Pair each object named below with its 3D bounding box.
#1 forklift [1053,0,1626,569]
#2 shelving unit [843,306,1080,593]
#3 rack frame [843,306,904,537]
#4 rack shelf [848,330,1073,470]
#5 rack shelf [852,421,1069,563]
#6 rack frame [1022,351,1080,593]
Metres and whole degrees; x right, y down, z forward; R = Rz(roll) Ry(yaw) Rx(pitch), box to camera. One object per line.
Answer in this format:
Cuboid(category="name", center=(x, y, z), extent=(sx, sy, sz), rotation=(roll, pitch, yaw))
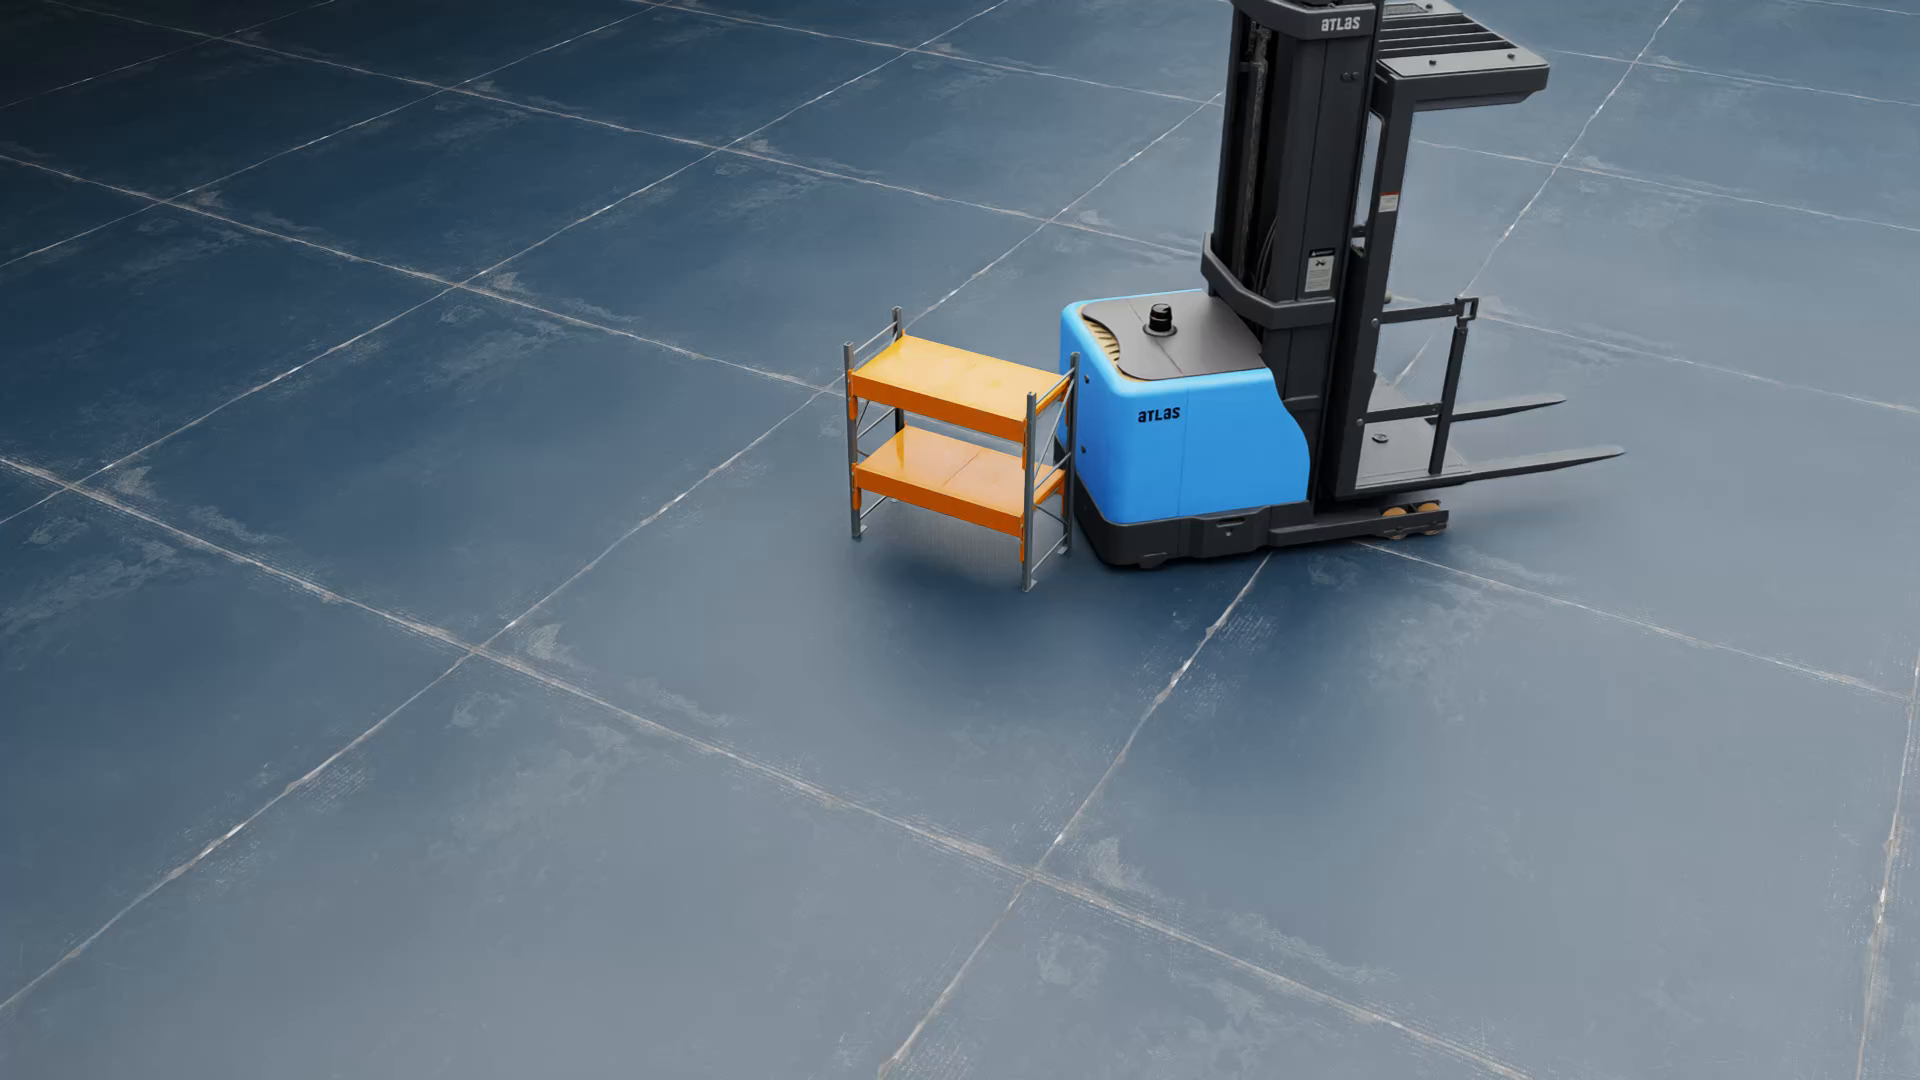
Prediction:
Cuboid(category="forklift", center=(2.087, -1.499, 8.356), extent=(3.031, 2.935, 1.130), rotation=(-8, 34, -11))
Cuboid(category="shelving unit", center=(0.006, -0.466, 8.435), extent=(1.048, 1.125, 0.538), rotation=(18, 37, 24))
Cuboid(category="rack frame", center=(-0.435, -0.606, 8.645), extent=(0.032, 1.125, 0.500), rotation=(18, 37, 24))
Cuboid(category="rack shelf", center=(0.006, -0.710, 8.273), extent=(1.000, 0.278, 0.538), rotation=(18, 37, 24))
Cuboid(category="rack shelf", center=(0.006, -0.263, 8.571), extent=(1.000, 0.278, 0.538), rotation=(18, 37, 24))
Cuboid(category="rack frame", center=(0.447, -0.327, 8.225), extent=(0.032, 1.125, 0.500), rotation=(18, 37, 24))
